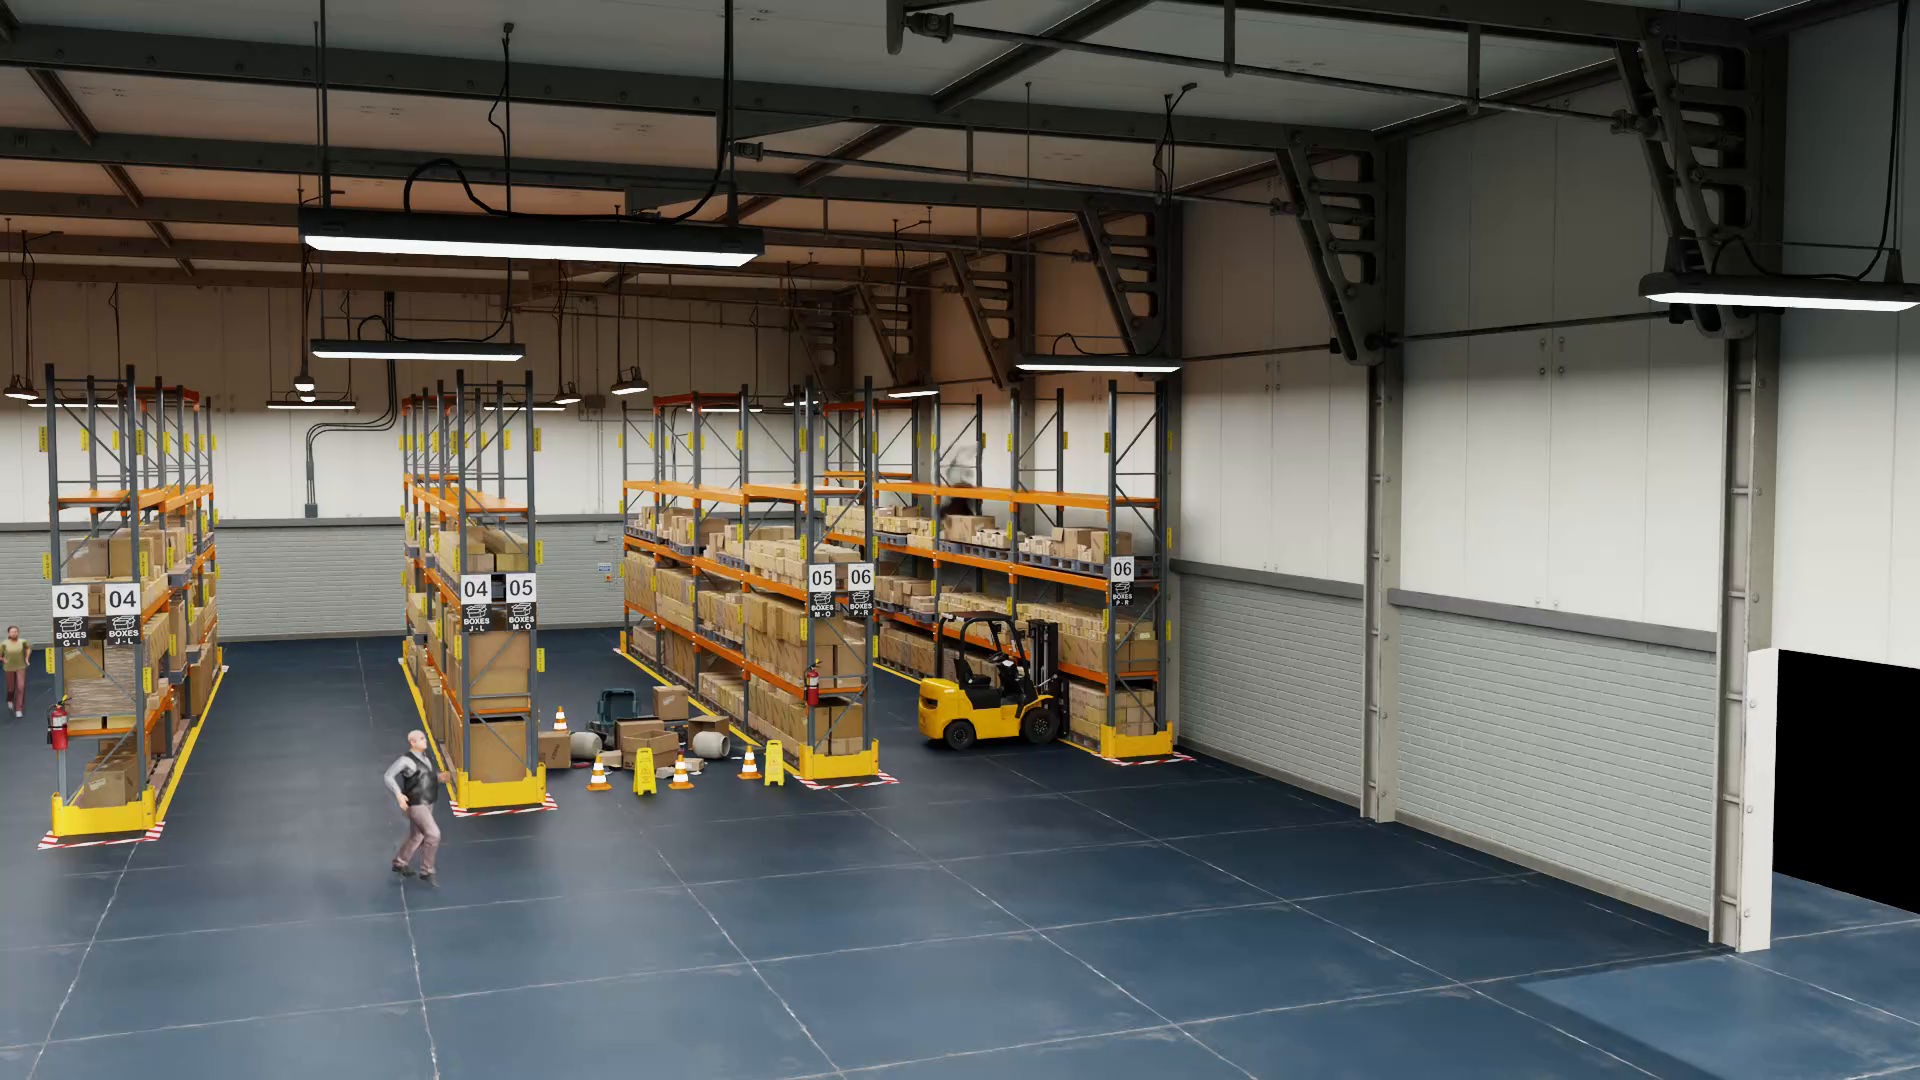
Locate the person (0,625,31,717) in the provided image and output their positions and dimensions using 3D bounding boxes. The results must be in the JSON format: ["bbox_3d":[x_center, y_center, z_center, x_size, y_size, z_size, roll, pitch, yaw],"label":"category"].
[{"bbox_3d":[-17.370,2.385,30.547,0.562,1.656,0.926,-2,4,-35],"label":"person"}]

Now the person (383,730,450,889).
[{"bbox_3d":[-6.130,3.044,18.835,0.770,1.786,0.630,1,3,9],"label":"person"}]
